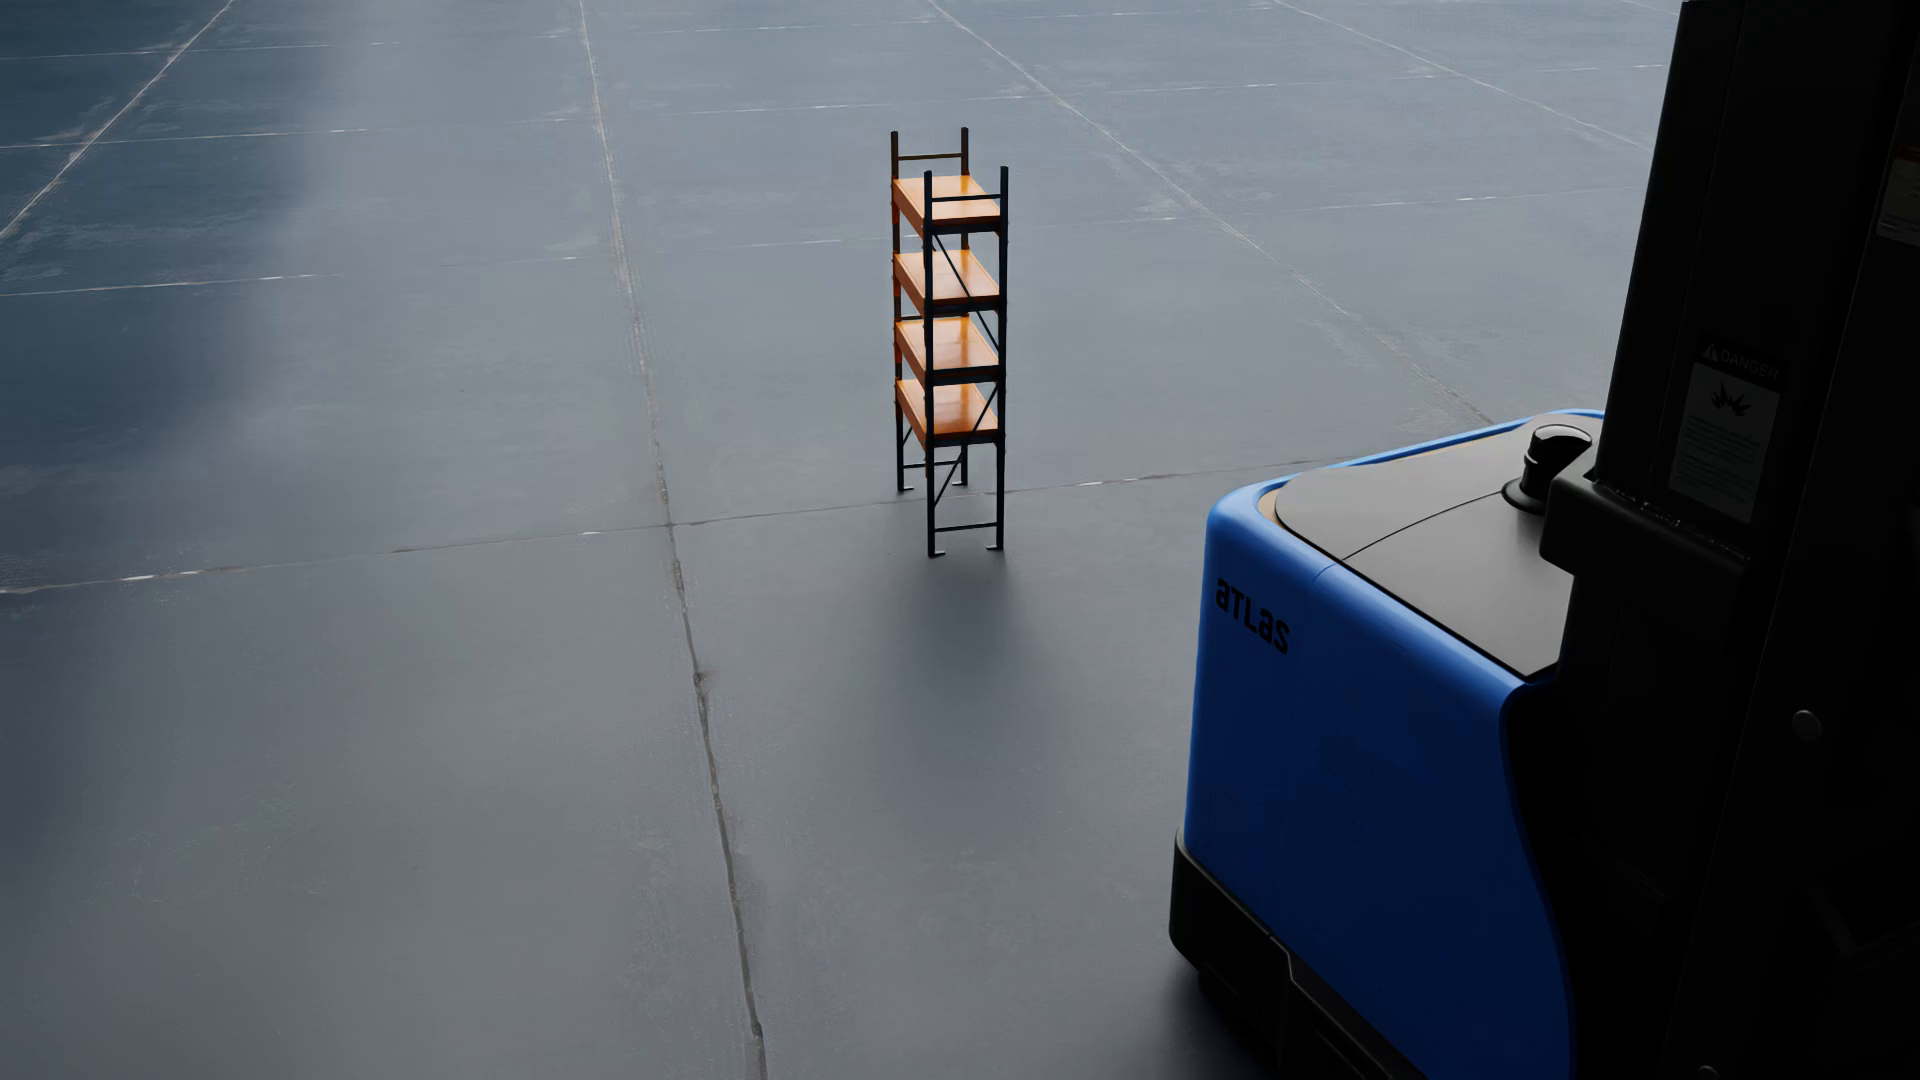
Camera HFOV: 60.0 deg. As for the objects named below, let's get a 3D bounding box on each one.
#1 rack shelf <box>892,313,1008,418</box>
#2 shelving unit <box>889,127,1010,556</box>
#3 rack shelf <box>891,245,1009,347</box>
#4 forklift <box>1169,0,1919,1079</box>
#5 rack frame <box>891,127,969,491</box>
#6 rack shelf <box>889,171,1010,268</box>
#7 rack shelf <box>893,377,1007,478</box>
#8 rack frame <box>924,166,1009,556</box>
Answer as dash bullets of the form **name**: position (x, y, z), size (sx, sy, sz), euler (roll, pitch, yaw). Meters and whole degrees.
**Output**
- **rack shelf**: position (-0.037, -0.548, 5.154), size (0.258, 0.148, 0.480), euler (-6, 27, -12)
- **shelving unit**: position (-0.037, -0.608, 5.124), size (0.258, 1.200, 0.503), euler (-6, 27, -12)
- **rack shelf**: position (-0.037, -0.748, 5.053), size (0.258, 0.148, 0.480), euler (-6, 27, -12)
- **forklift**: position (1.571, 0.049, 1.900), size (1.130, 2.935, 3.031), euler (-13, 30, -25)
- **rack frame**: position (-0.092, -0.715, 5.336), size (0.240, 1.200, 0.015), euler (-6, 27, -12)
- **rack shelf**: position (-0.037, -0.959, 4.947), size (0.258, 0.148, 0.480), euler (-6, 27, -12)
- **rack shelf**: position (-0.037, -0.371, 5.243), size (0.258, 0.148, 0.480), euler (-6, 27, -12)
- **rack frame**: position (0.018, -0.501, 4.911), size (0.240, 1.200, 0.015), euler (-6, 27, -12)
